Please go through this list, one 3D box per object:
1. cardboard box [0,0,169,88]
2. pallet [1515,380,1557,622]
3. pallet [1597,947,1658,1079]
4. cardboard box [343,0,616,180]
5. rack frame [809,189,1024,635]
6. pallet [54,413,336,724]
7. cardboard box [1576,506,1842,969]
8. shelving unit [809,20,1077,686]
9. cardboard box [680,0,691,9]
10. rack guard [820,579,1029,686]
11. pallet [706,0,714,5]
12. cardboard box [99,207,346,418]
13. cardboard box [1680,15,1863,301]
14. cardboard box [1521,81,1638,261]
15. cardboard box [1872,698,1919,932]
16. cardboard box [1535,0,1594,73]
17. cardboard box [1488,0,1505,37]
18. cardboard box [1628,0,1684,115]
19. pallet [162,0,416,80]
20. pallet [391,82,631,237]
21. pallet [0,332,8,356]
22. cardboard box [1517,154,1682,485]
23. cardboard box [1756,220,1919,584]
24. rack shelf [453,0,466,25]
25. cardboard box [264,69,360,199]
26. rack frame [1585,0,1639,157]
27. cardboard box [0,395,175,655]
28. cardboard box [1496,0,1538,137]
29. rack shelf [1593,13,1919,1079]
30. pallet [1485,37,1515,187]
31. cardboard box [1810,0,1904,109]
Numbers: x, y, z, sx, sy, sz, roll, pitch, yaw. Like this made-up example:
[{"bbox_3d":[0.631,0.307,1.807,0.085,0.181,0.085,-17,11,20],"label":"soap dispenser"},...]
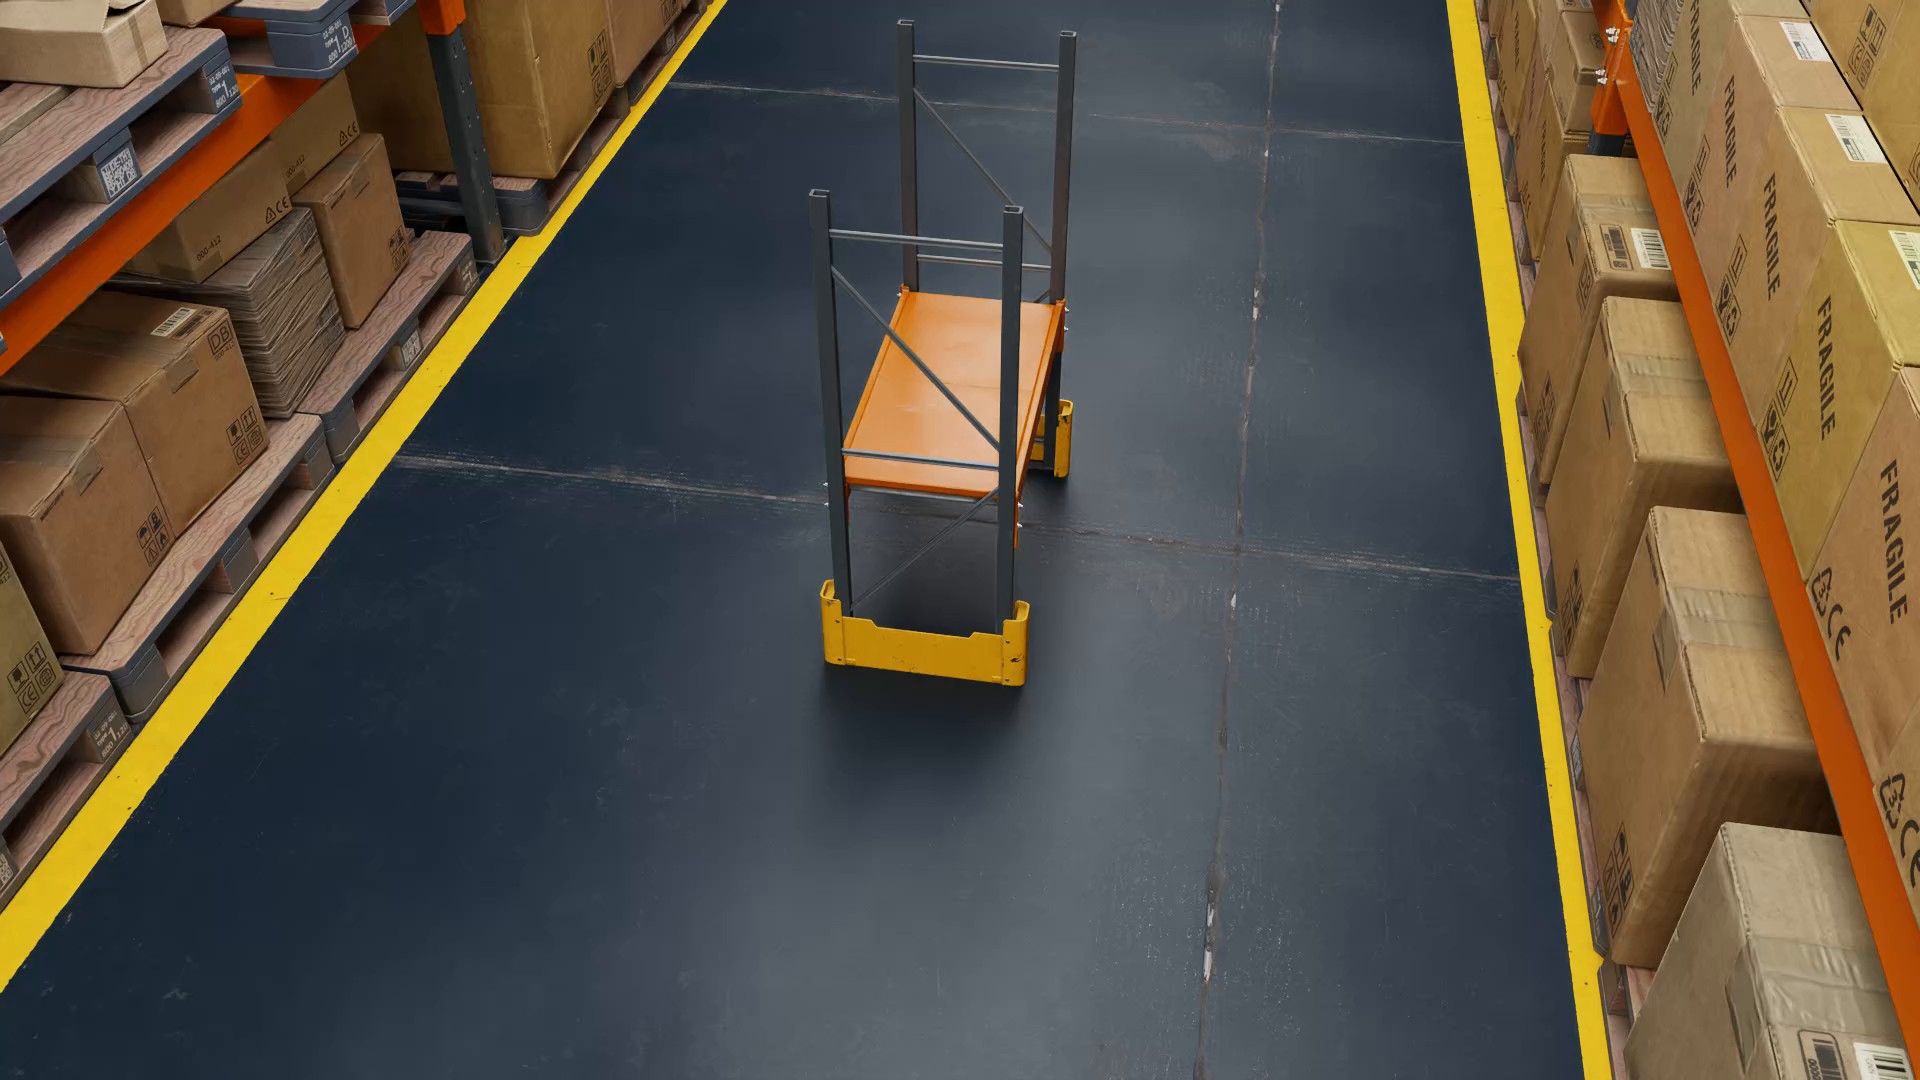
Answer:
[{"bbox_3d":[-2.335,-1.360,4.317,0.396,0.266,0.258,5,40,6],"label":"cardboard box"},{"bbox_3d":[2.344,-0.155,5.271,1.003,0.211,1.213,6,40,8],"label":"pallet"},{"bbox_3d":[1.922,1.377,3.419,1.003,0.211,1.213,6,40,8],"label":"pallet"},{"bbox_3d":[-2.173,-2.100,6.774,1.225,0.875,0.875,5,40,6],"label":"cardboard box"},{"bbox_3d":[-0.103,-0.205,4.321,0.500,1.500,0.032,6,40,8],"label":"rack frame"},{"bbox_3d":[-2.663,0.002,5.082,1.003,0.211,1.213,6,40,8],"label":"pallet"},{"bbox_3d":[2.052,0.495,3.733,1.050,0.750,0.750,6,40,8],"label":"cardboard box"},{"bbox_3d":[-0.013,-0.530,4.714,0.587,1.500,1.083,6,40,8],"label":"shelving unit"},{"bbox_3d":[-1.865,-3.215,8.122,1.225,0.875,0.875,5,40,6],"label":"cardboard box"},{"bbox_3d":[-0.099,0.264,4.734,0.587,0.250,0.087,6,40,8],"label":"rack guard"},{"bbox_3d":[-1.680,-3.269,9.038,1.003,0.211,1.213,6,40,8],"label":"pallet"},{"bbox_3d":[-2.492,-0.760,5.432,0.700,0.500,0.500,3,40,4],"label":"cardboard box"},{"bbox_3d":[2.039,-0.866,3.865,0.500,0.500,0.500,6,40,8],"label":"cardboard box"},{"bbox_3d":[2.412,-1.356,6.168,0.500,0.500,0.500,6,40,7],"label":"cardboard box"},{"bbox_3d":[1.690,0.399,2.335,0.500,0.500,0.500,6,40,7],"label":"cardboard box"},{"bbox_3d":[2.492,-1.980,6.334,0.500,0.250,0.500,7,40,8],"label":"cardboard box"},{"bbox_3d":[2.768,-2.658,7.743,0.500,0.500,0.500,8,40,10],"label":"cardboard box"},{"bbox_3d":[2.212,-1.502,4.635,0.500,0.500,0.500,7,40,8],"label":"cardboard box"},{"bbox_3d":[-2.331,-1.793,5.215,1.213,0.211,1.003,6,40,8],"label":"pallet"},{"bbox_3d":[-2.102,-1.738,7.186,1.003,0.211,1.213,6,40,8],"label":"pallet"},{"bbox_3d":[-2.729,-0.205,3.295,1.003,0.211,1.213,6,40,8],"label":"pallet"},{"bbox_3d":[2.361,-0.638,5.104,1.050,0.750,0.750,6,40,7],"label":"cardboard box"},{"bbox_3d":[1.865,-0.235,3.102,0.500,0.500,0.500,7,40,8],"label":"cardboard box"},{"bbox_3d":[-1.966,-3.304,7.457,1.077,0.370,4.000,6,40,8],"label":"rack shelf"},{"bbox_3d":[-2.399,-1.398,5.614,0.500,0.250,0.500,8,40,9],"label":"cardboard box"},{"bbox_3d":[2.555,-1.716,4.971,1.000,3.000,0.127,6,40,8],"label":"rack frame"},{"bbox_3d":[-2.680,-0.053,4.577,0.700,0.500,0.500,3,40,4],"label":"cardboard box"},{"bbox_3d":[2.581,-2.015,6.965,0.500,0.500,0.500,5,40,6],"label":"cardboard box"},{"bbox_3d":[2.209,-0.183,3.682,1.077,0.370,4.000,6,40,8],"label":"rack shelf"},{"bbox_3d":[2.905,-1.895,7.376,1.003,0.211,1.213,6,40,8],"label":"pallet"},{"bbox_3d":[2.295,-1.219,3.507,0.700,0.500,0.500,6,40,7],"label":"cardboard box"}]
